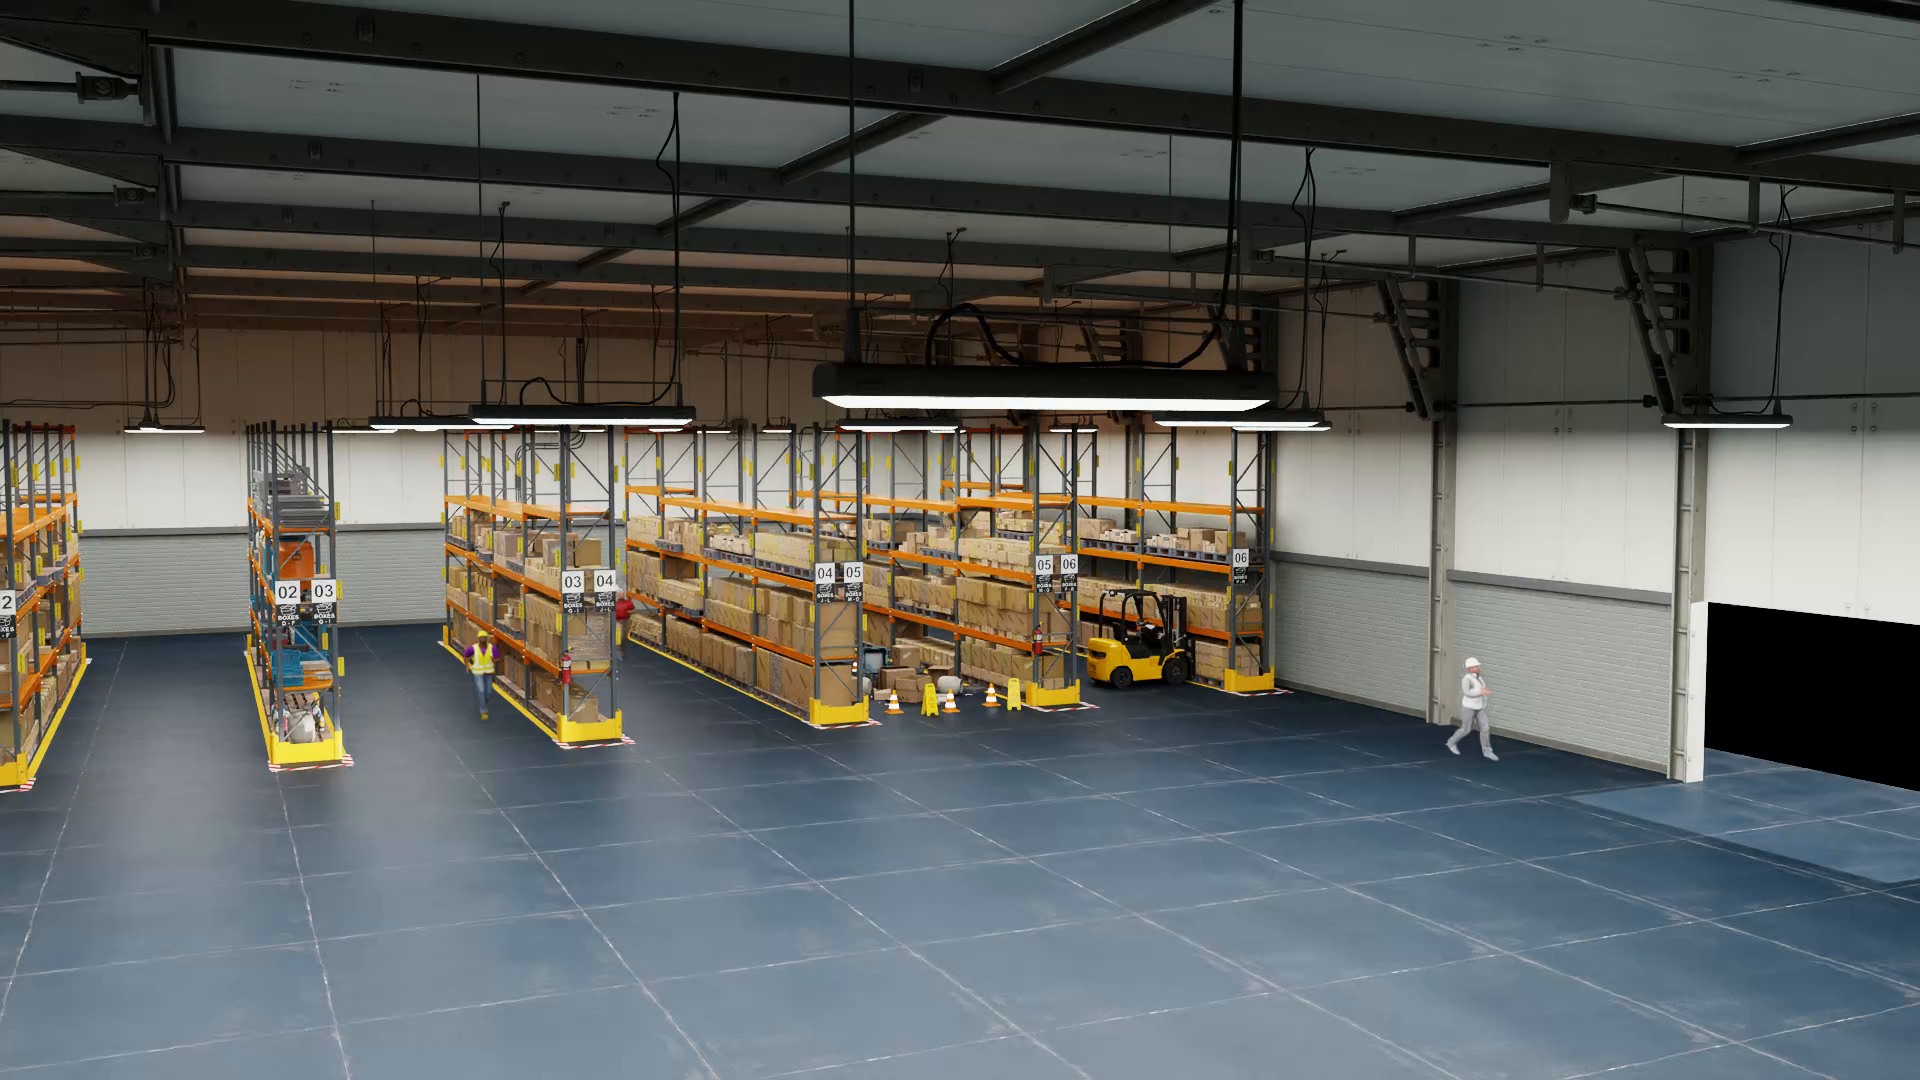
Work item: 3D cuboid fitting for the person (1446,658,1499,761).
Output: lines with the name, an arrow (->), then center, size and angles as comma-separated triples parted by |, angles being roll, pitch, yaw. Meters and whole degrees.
person -> 9.091, 2.970, 29.427 | 0.650, 1.772, 0.952 | -3, 5, -40

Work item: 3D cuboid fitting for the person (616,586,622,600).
person -> -10.171, 1.873, 48.318 | 0.685, 1.665, 0.510 | 3, 4, 37

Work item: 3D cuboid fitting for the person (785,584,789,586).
person -> -5.122, 1.686, 51.209 | 0.628, 1.704, 0.750 | -1, 4, -17

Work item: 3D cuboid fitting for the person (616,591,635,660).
person -> -8.690, 2.197, 42.873 | 0.630, 1.799, 0.814 | -1, 4, -21

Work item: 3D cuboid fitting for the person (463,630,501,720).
person -> -9.656, 2.707, 33.684 | 0.691, 1.752, 0.989 | -2, 4, -29
